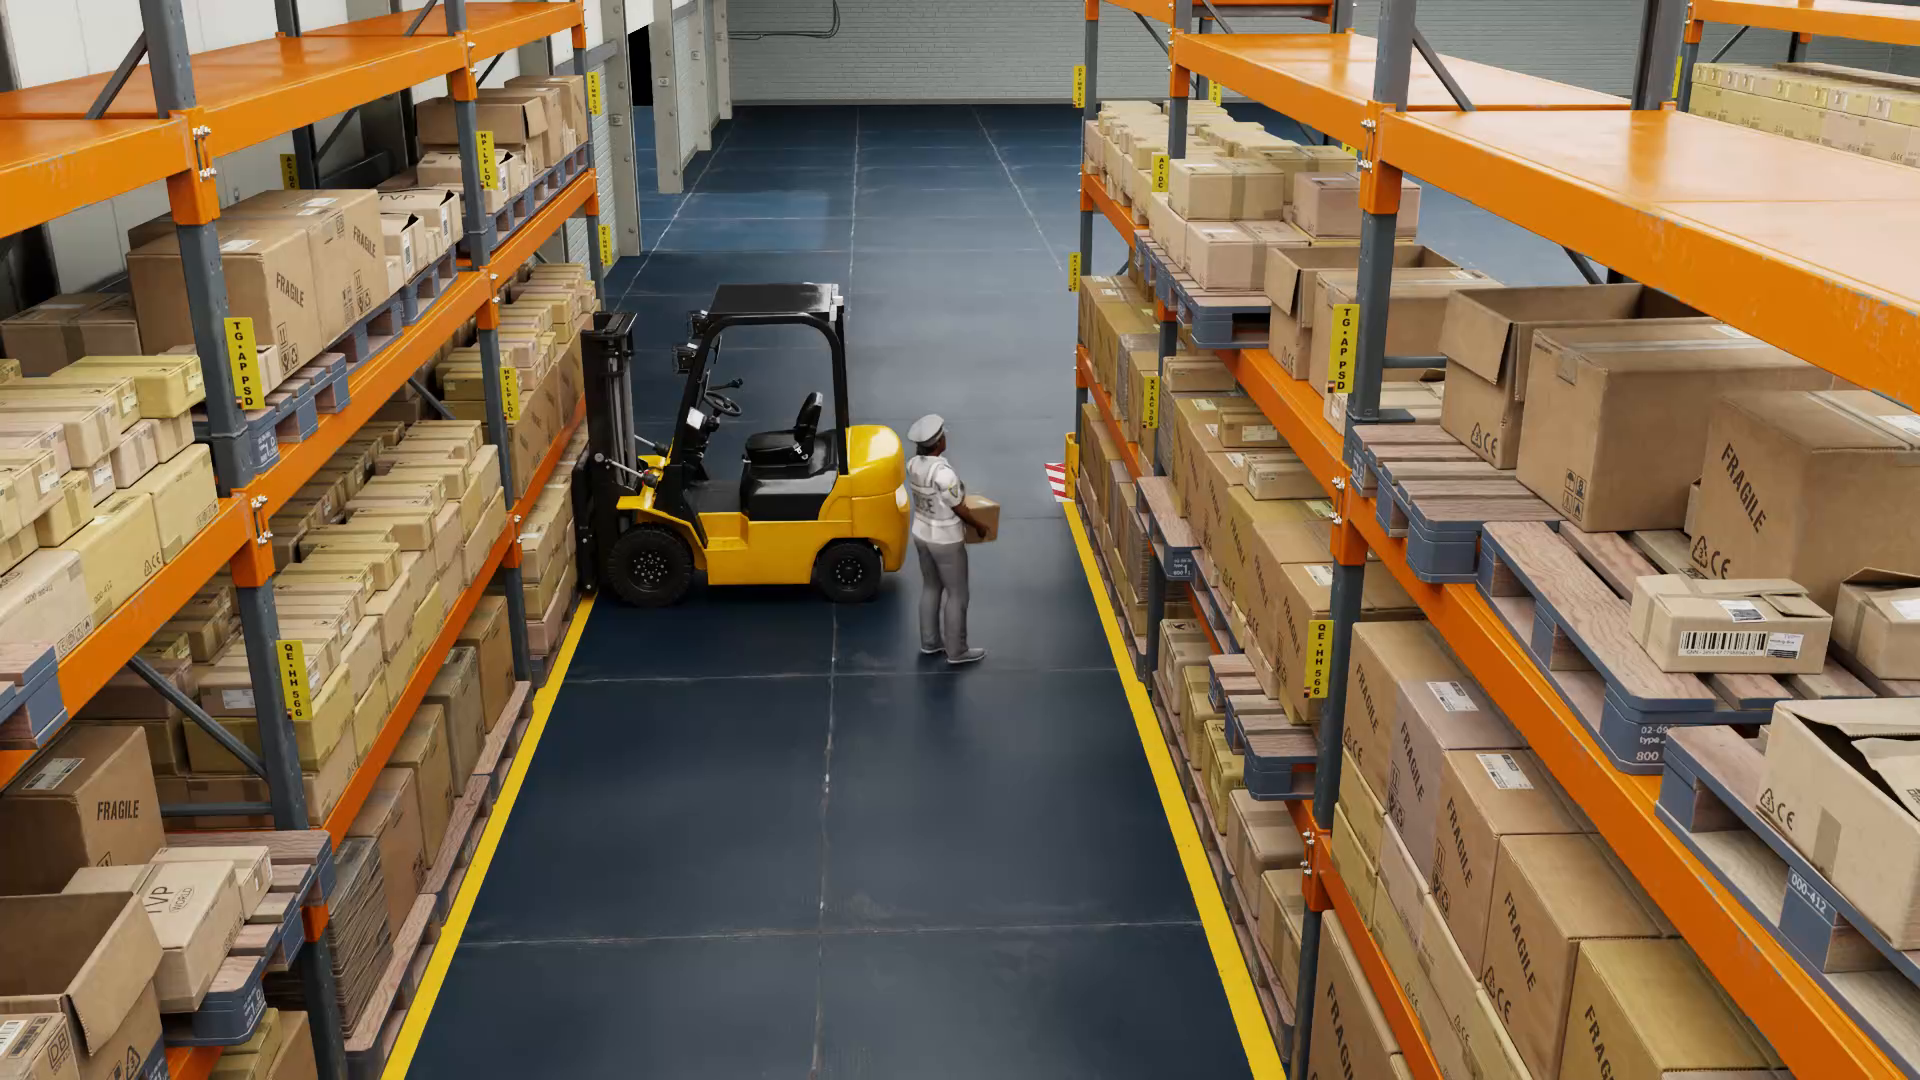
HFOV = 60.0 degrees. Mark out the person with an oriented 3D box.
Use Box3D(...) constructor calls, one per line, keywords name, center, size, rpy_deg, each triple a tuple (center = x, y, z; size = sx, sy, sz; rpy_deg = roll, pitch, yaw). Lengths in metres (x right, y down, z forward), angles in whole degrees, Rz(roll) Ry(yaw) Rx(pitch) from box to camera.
Box3D(name="person", center=(-0.085, -0.022, 11.080), size=(0.522, 1.702, 0.474), rpy_deg=(-14, 25, -33))
